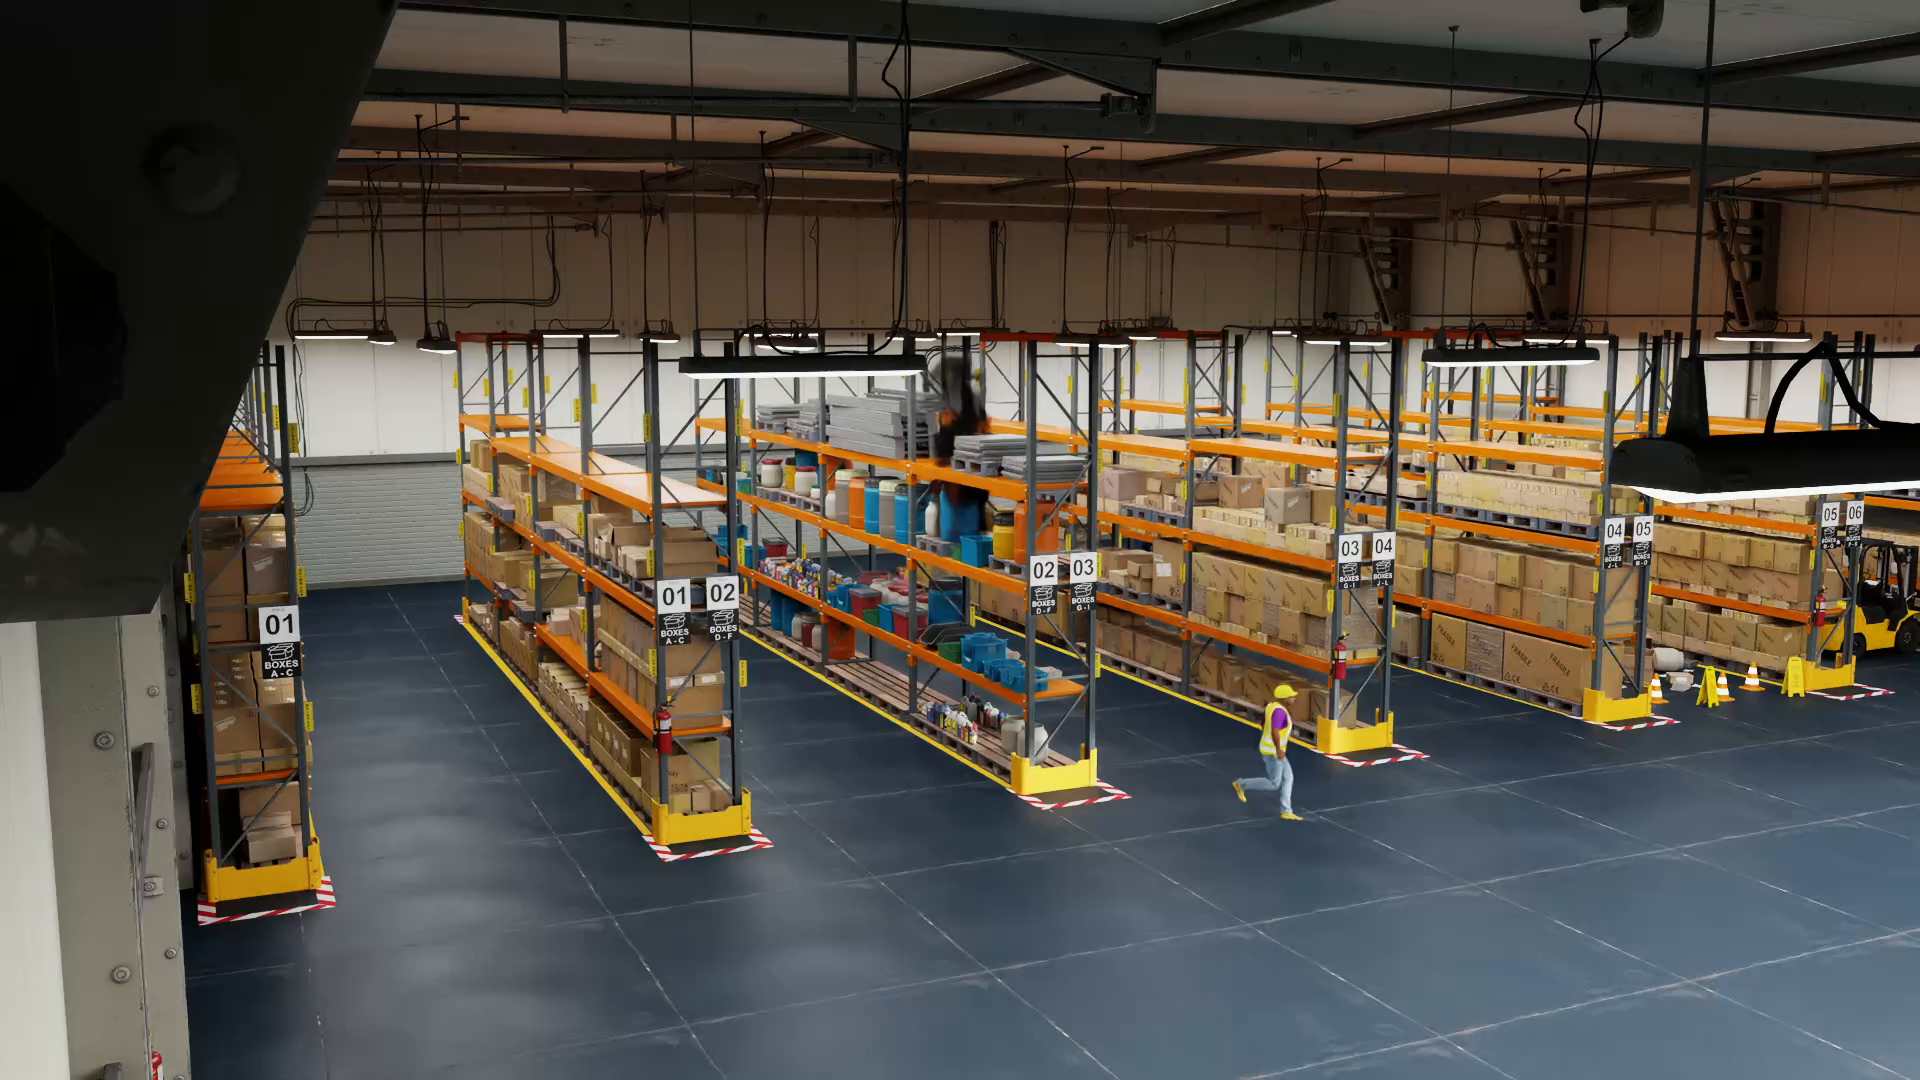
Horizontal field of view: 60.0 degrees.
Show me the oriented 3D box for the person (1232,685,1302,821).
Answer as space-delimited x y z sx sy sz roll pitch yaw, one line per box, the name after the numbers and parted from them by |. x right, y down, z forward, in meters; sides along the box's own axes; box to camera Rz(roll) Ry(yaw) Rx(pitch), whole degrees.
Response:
3.888 2.686 20.965 0.894 1.744 0.709 1 8 4 | person

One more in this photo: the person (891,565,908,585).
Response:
-1.099 1.262 31.752 0.511 1.570 0.636 -4 9 -27 | person

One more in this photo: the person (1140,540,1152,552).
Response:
4.734 -0.058 41.708 0.704 1.598 0.649 7 10 43 | person

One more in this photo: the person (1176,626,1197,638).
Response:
4.400 1.292 31.690 0.611 1.623 0.737 -5 9 -34 | person
